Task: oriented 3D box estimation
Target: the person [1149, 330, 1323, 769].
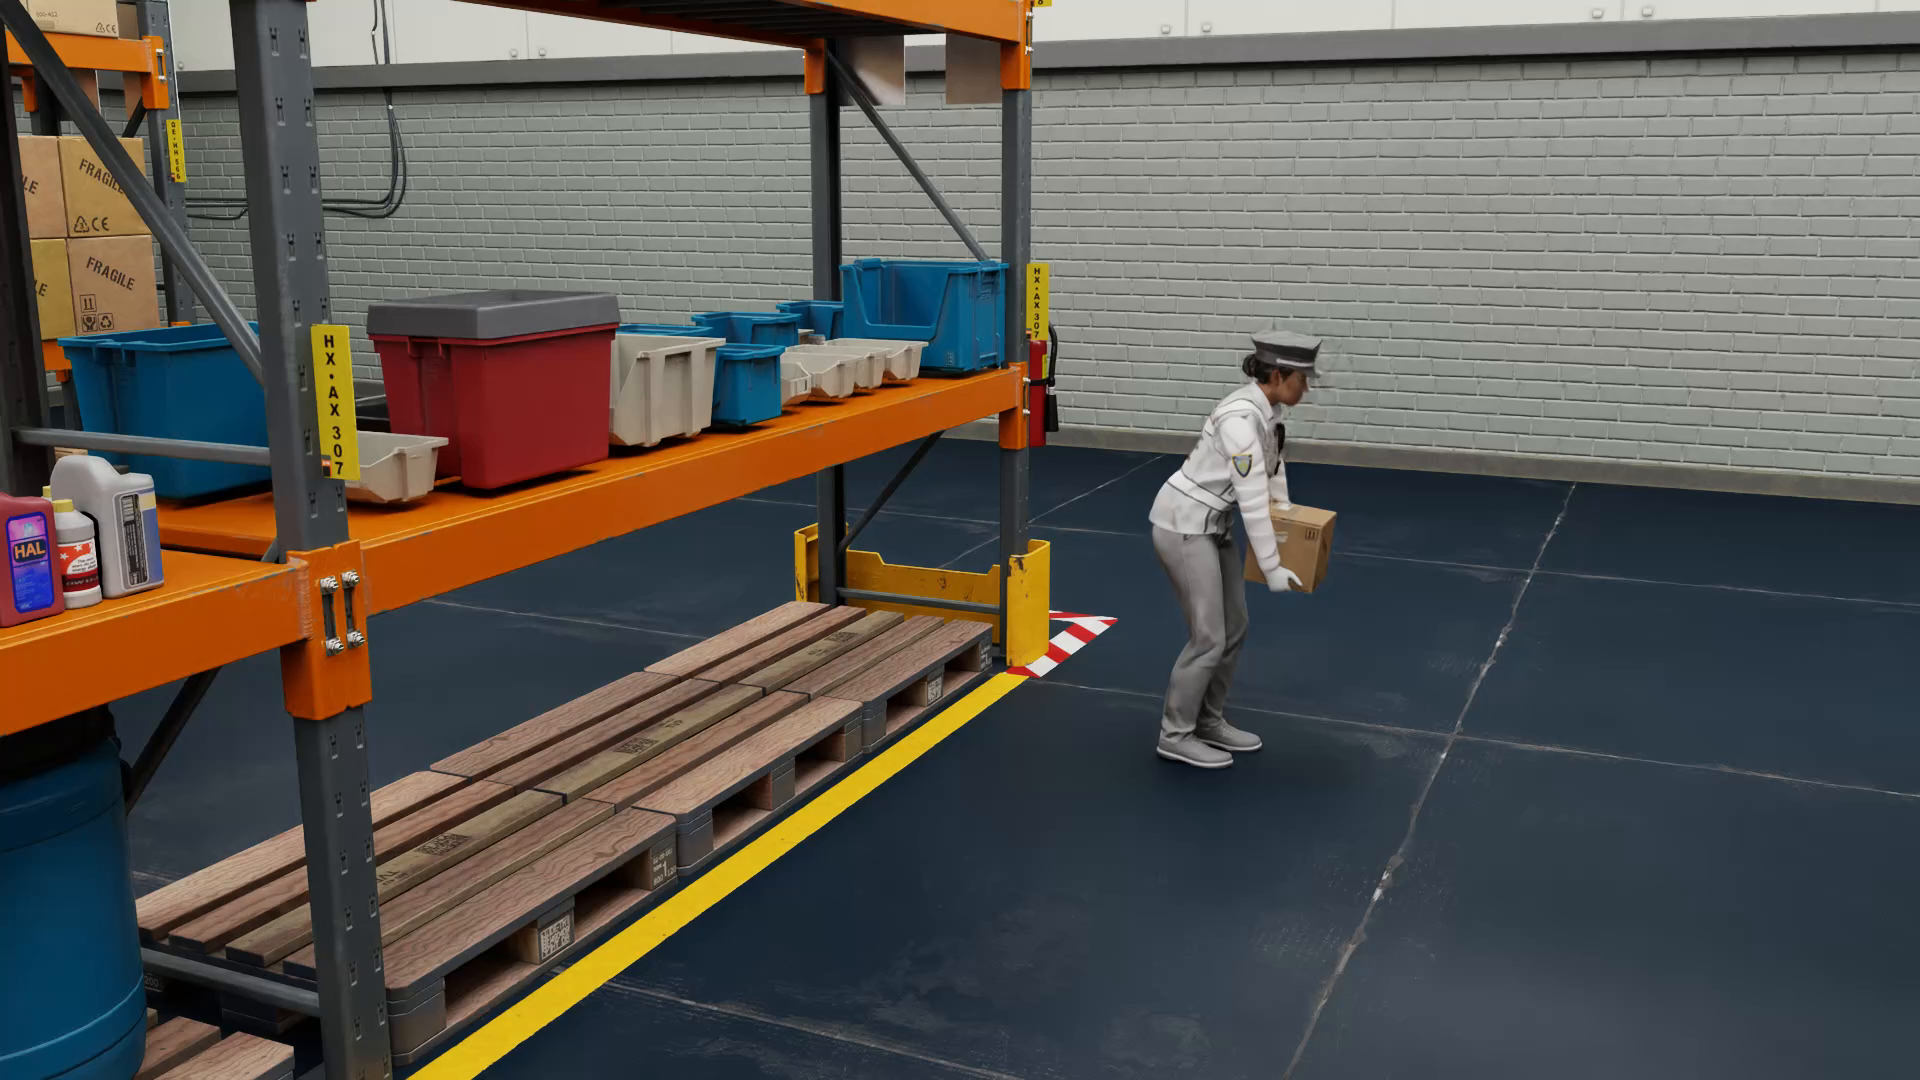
[{"bbox_3d":[0.986,0.028,6.042,0.586,1.585,0.412,5,13,22],"label":"person"}]
